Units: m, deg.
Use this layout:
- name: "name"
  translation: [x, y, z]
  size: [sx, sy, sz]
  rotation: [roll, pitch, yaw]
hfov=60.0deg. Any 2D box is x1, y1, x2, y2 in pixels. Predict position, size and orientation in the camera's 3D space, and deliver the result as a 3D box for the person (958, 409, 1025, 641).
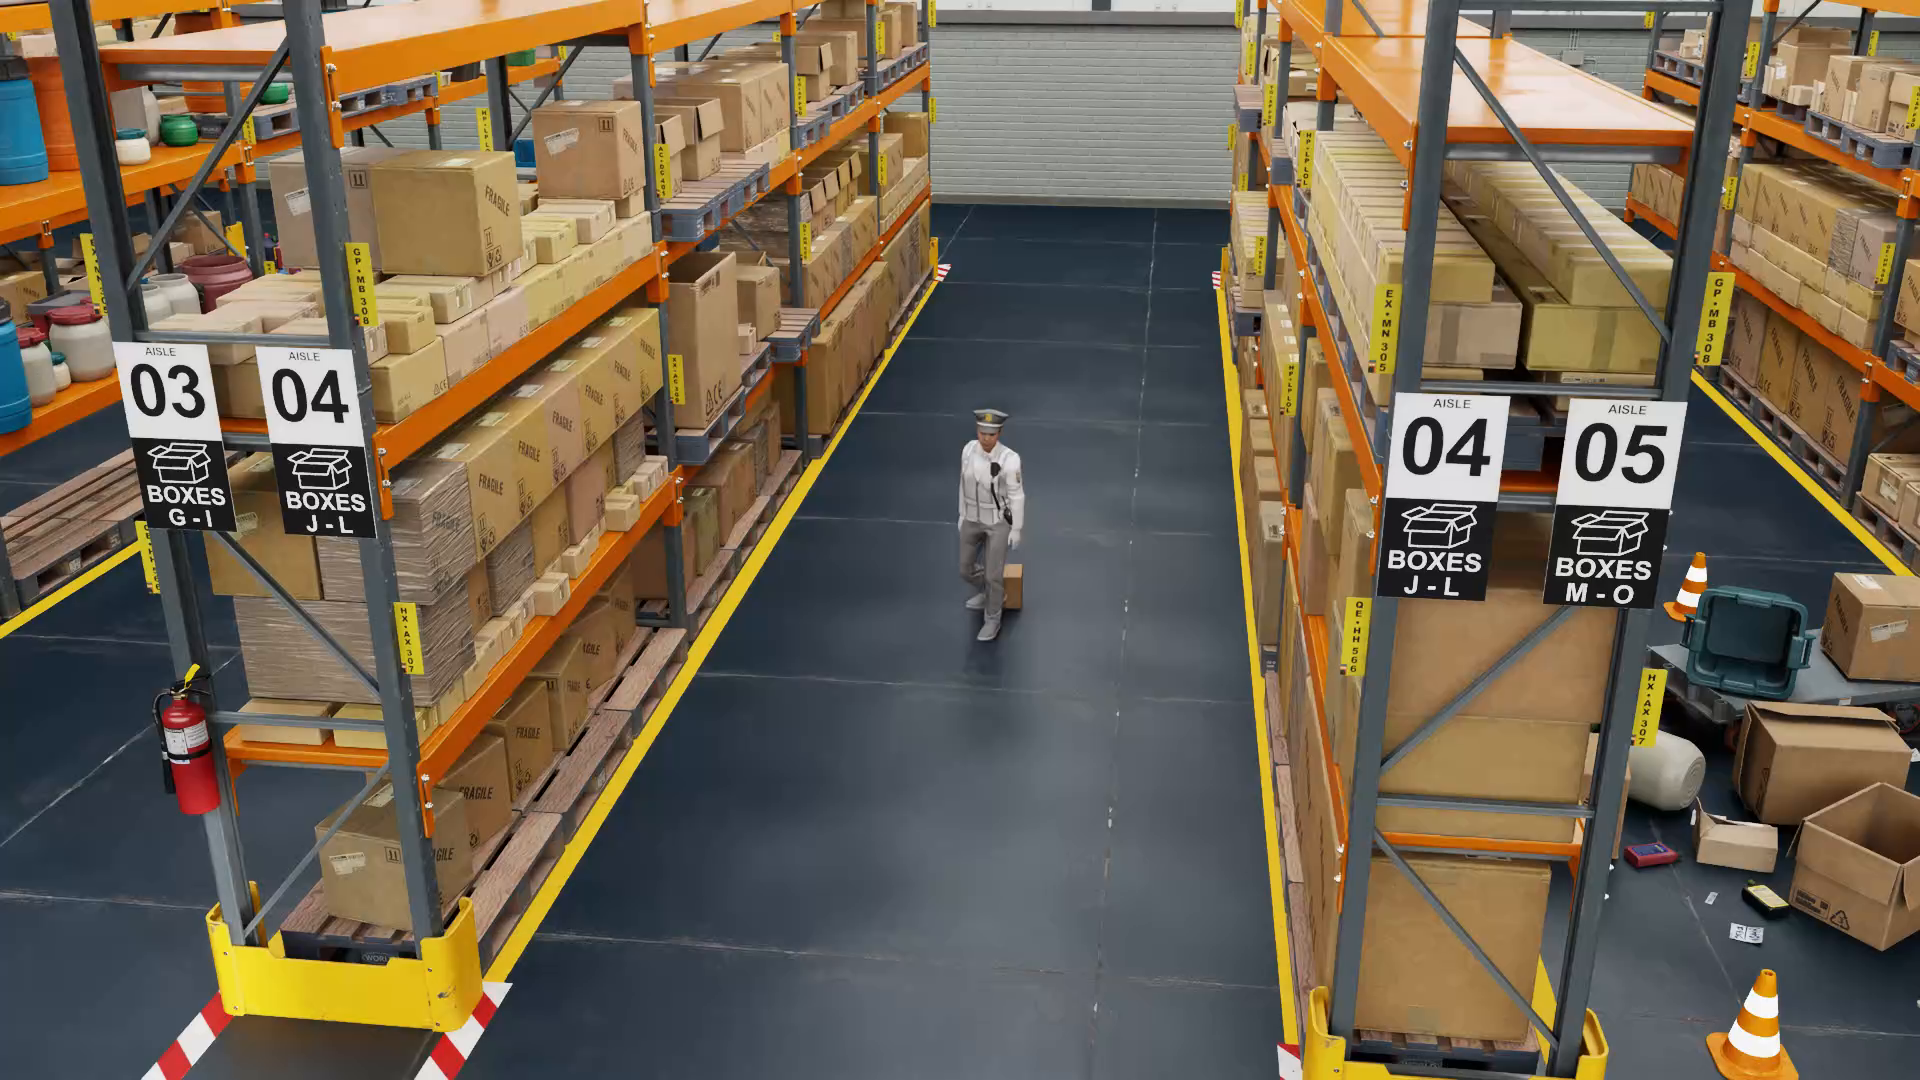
- name: "person"
  translation: [0.226, -0.144, 11.431]
  size: [0.533, 1.669, 0.530]
  rotation: [13, 25, 29]
